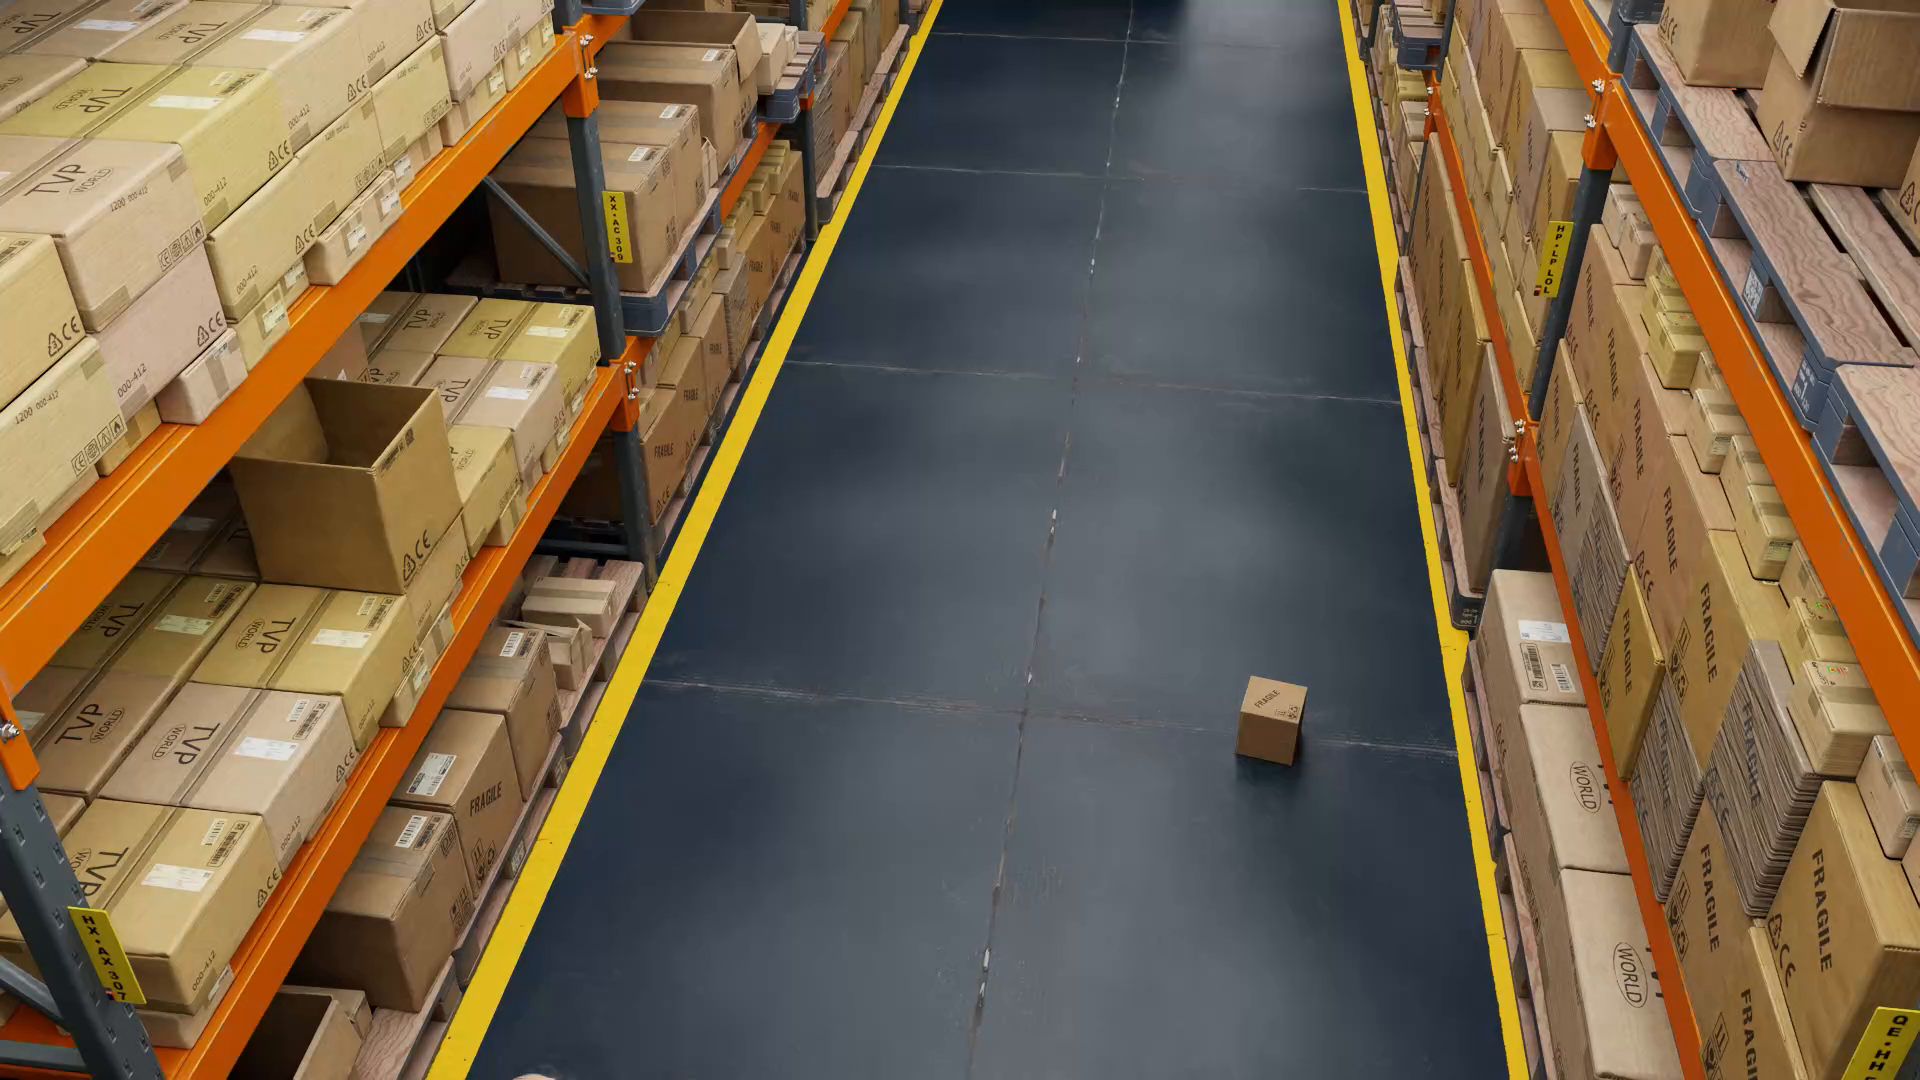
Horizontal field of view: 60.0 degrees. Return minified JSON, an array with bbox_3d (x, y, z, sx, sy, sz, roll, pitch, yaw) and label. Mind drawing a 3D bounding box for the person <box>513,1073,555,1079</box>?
[{"bbox_3d":[-0.931,1.948,4.323,0.589,1.753,0.900,19,40,24],"label":"person"}]
